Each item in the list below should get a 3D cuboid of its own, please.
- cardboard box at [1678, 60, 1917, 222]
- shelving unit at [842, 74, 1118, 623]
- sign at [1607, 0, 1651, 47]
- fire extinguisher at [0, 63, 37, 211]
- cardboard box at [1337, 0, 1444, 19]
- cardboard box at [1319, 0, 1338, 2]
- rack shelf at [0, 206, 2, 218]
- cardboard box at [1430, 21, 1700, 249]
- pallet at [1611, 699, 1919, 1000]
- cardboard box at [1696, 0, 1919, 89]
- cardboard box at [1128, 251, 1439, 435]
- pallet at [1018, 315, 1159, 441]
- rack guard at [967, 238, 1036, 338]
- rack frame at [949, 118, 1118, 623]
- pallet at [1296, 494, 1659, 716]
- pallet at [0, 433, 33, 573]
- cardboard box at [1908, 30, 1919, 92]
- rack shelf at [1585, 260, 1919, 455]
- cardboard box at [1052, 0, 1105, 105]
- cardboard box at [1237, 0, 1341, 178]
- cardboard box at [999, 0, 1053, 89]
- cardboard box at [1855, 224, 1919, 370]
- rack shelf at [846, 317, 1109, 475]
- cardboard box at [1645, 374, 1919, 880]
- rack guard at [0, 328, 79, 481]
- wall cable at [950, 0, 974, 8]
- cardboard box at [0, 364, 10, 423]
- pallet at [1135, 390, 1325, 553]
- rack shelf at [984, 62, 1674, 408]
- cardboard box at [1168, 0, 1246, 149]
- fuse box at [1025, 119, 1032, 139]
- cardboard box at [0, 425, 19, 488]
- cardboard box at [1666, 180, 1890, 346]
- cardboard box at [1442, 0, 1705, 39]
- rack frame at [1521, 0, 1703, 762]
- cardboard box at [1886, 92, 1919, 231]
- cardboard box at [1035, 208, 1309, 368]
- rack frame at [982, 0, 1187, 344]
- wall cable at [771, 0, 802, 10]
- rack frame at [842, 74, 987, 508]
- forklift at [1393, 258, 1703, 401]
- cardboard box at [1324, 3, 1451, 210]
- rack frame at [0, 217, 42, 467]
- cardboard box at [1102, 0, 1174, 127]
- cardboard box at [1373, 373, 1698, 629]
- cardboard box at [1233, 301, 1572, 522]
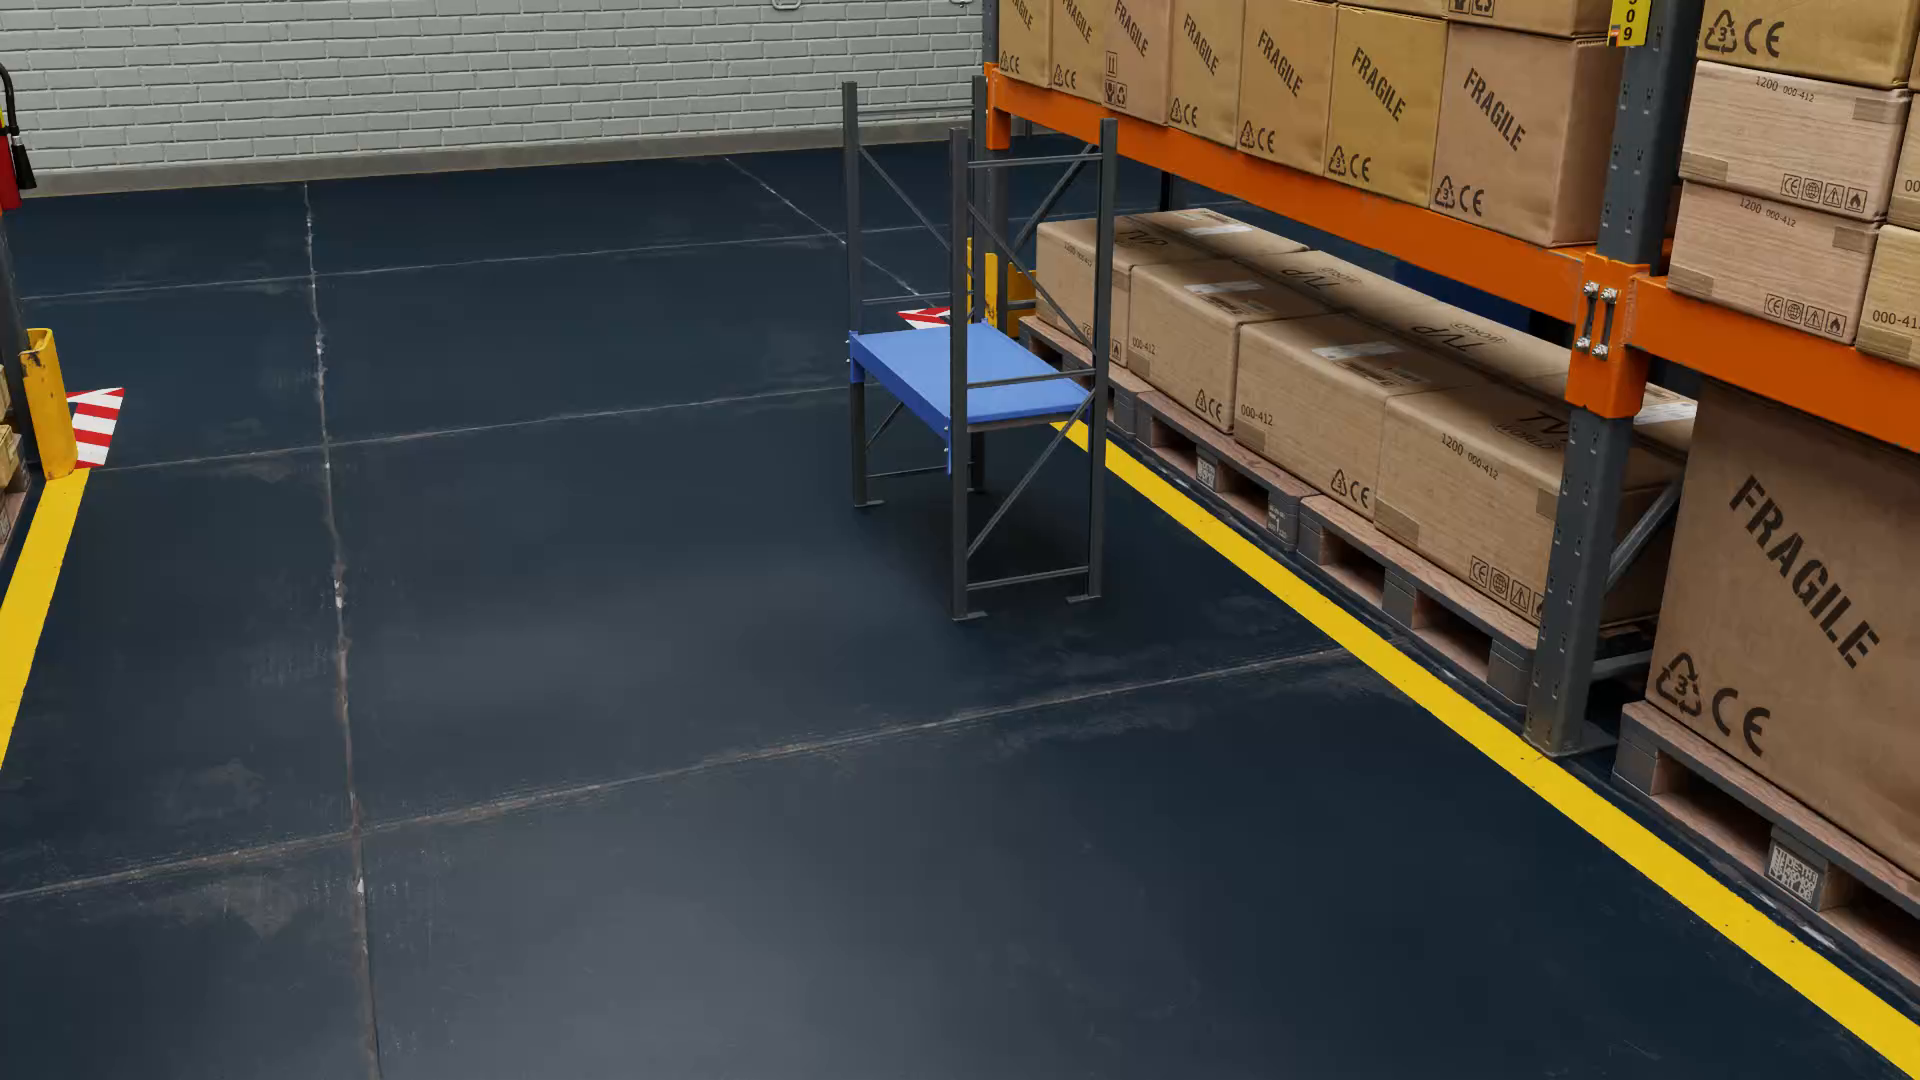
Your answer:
[{"bbox_3d":[1.891,-0.854,3.462,0.500,0.250,0.500,-9,24,-21],"label":"cardboard box"},{"bbox_3d":[0.030,-0.660,5.385,0.538,1.500,1.048,-8,24,-19],"label":"shelving unit"},{"bbox_3d":[1.480,-1.250,3.636,0.100,0.325,0.005,-8,24,-19],"label":"sign"},{"bbox_3d":[-3.666,-1.576,6.206,0.296,0.674,0.183,-8,24,-19],"label":"fire extinguisher"},{"bbox_3d":[1.402,-1.717,4.545,0.500,0.500,0.500,-9,24,-20],"label":"cardboard box"},{"bbox_3d":[1.214,-1.900,4.981,0.500,0.500,0.500,-8,24,-18],"label":"cardboard box"},{"bbox_3d":[-3.303,-0.570,4.167,1.077,0.370,4.000,-8,24,-19],"label":"rack shelf"},{"bbox_3d":[1.596,-1.070,4.299,0.500,0.500,0.500,-8,24,-19],"label":"cardboard box"},{"bbox_3d":[2.342,0.664,3.902,1.003,0.211,1.213,-8,24,-19],"label":"pallet"},{"bbox_3d":[1.886,-1.198,3.315,0.500,0.500,0.500,-8,24,-18],"label":"cardboard box"},{"bbox_3d":[1.244,-0.800,6.543,0.875,0.438,0.875,-8,24,-18],"label":"cardboard box"},{"bbox_3d":[0.942,-0.779,7.328,1.003,0.211,1.213,-8,24,-19],"label":"pallet"},{"bbox_3d":[0.578,-1.201,7.956,1.175,0.500,0.348,-8,24,-19],"label":"rack guard"},{"bbox_3d":[0.210,-0.475,4.947,0.500,1.500,0.032,-8,24,-19],"label":"rack frame"},{"bbox_3d":[1.804,0.107,5.224,1.003,0.211,1.213,-8,24,-19],"label":"pallet"},{"bbox_3d":[-3.728,-0.016,5.515,1.003,0.211,1.213,-8,24,-19],"label":"pallet"},{"bbox_3d":[2.091,-1.017,2.885,0.500,0.500,0.500,-8,24,-19],"label":"cardboard box"},{"bbox_3d":[2.706,0.167,2.417,1.077,0.370,4.000,-8,24,-19],"label":"rack shelf"},{"bbox_3d":[0.692,-1.997,6.496,0.500,0.500,0.500,-9,24,-20],"label":"cardboard box"},{"bbox_3d":[1.218,-1.437,5.169,0.500,0.500,0.500,-9,24,-20],"label":"cardboard box"},{"bbox_3d":[0.487,-2.176,6.923,0.500,0.500,0.500,-9,24,-19],"label":"cardboard box"},{"bbox_3d":[2.092,-0.438,3.120,0.500,0.250,0.500,-9,24,-20],"label":"cardboard box"},{"bbox_3d":[0.030,-0.494,5.455,0.538,0.185,1.000,-8,24,-19],"label":"rack shelf"},{"bbox_3d":[2.293,0.109,3.824,0.875,0.875,0.875,-8,24,-17],"label":"cardboard box"},{"bbox_3d":[-3.982,-0.449,6.171,1.175,0.500,0.348,-8,24,-19],"label":"rack guard"},{"bbox_3d":[-0.105,-5.057,12.578,0.588,1.984,0.122,-8,24,-19],"label":"wall cable"},{"bbox_3d":[-3.556,-0.493,5.804,0.380,0.149,0.250,-9,24,-20],"label":"cardboard box"},{"bbox_3d":[1.369,-0.337,6.278,1.003,0.211,1.213,-8,24,-19],"label":"pallet"},{"bbox_3d":[1.293,-1.286,5.865,1.077,0.370,4.000,-8,24,-19],"label":"rack shelf"},{"bbox_3d":[1.047,-1.630,5.625,0.500,0.500,0.500,-8,24,-17],"label":"cardboard box"},{"bbox_3d":[0.589,-4.031,13.111,0.539,1.711,0.414,-8,24,-19],"label":"fuse box"},{"bbox_3d":[-3.443,-0.266,5.649,0.380,0.149,0.250,-8,24,-17],"label":"cardboard box"},{"bbox_3d":[1.908,-0.626,3.565,0.500,0.250,0.500,-9,24,-20],"label":"cardboard box"},{"bbox_3d":[1.574,-1.531,4.105,0.500,0.500,0.500,-9,24,-19],"label":"cardboard box"},{"bbox_3d":[1.999,-0.891,4.001,1.000,3.000,0.127,-8,24,-19],"label":"rack frame"},{"bbox_3d":[2.101,-0.668,3.022,0.500,0.250,0.500,-8,24,-18],"label":"cardboard box"},{"bbox_3d":[0.913,-1.131,7.329,0.875,0.438,0.875,-9,25,-21],"label":"cardboard box"},{"bbox_3d":[0.586,-2.344,7.450,1.000,3.000,0.127,-8,24,-19],"label":"rack frame"},{"bbox_3d":[-1.428,-4.872,12.100,0.585,1.953,0.123,-8,24,-19],"label":"wall cable"},{"bbox_3d":[-0.149,-0.845,5.823,0.500,1.500,0.032,-8,24,-19],"label":"rack frame"},{"bbox_3d":[2.915,-1.712,6.038,1.130,2.935,3.031,-8,24,-17],"label":"forklift"},{"bbox_3d":[1.409,-1.257,4.740,0.500,0.500,0.500,-9,24,-20],"label":"cardboard box"},{"bbox_3d":[-4.009,-1.628,5.751,1.000,3.000,0.127,-8,24,-19],"label":"rack frame"},{"bbox_3d":[0.855,-1.809,6.052,0.500,0.500,0.500,-8,24,-19],"label":"cardboard box"},{"bbox_3d":[1.878,-0.147,4.994,0.875,0.438,0.875,-9,24,-20],"label":"cardboard box"},{"bbox_3d":[1.561,-0.472,5.765,0.875,0.438,0.875,-9,25,-21],"label":"cardboard box"}]
